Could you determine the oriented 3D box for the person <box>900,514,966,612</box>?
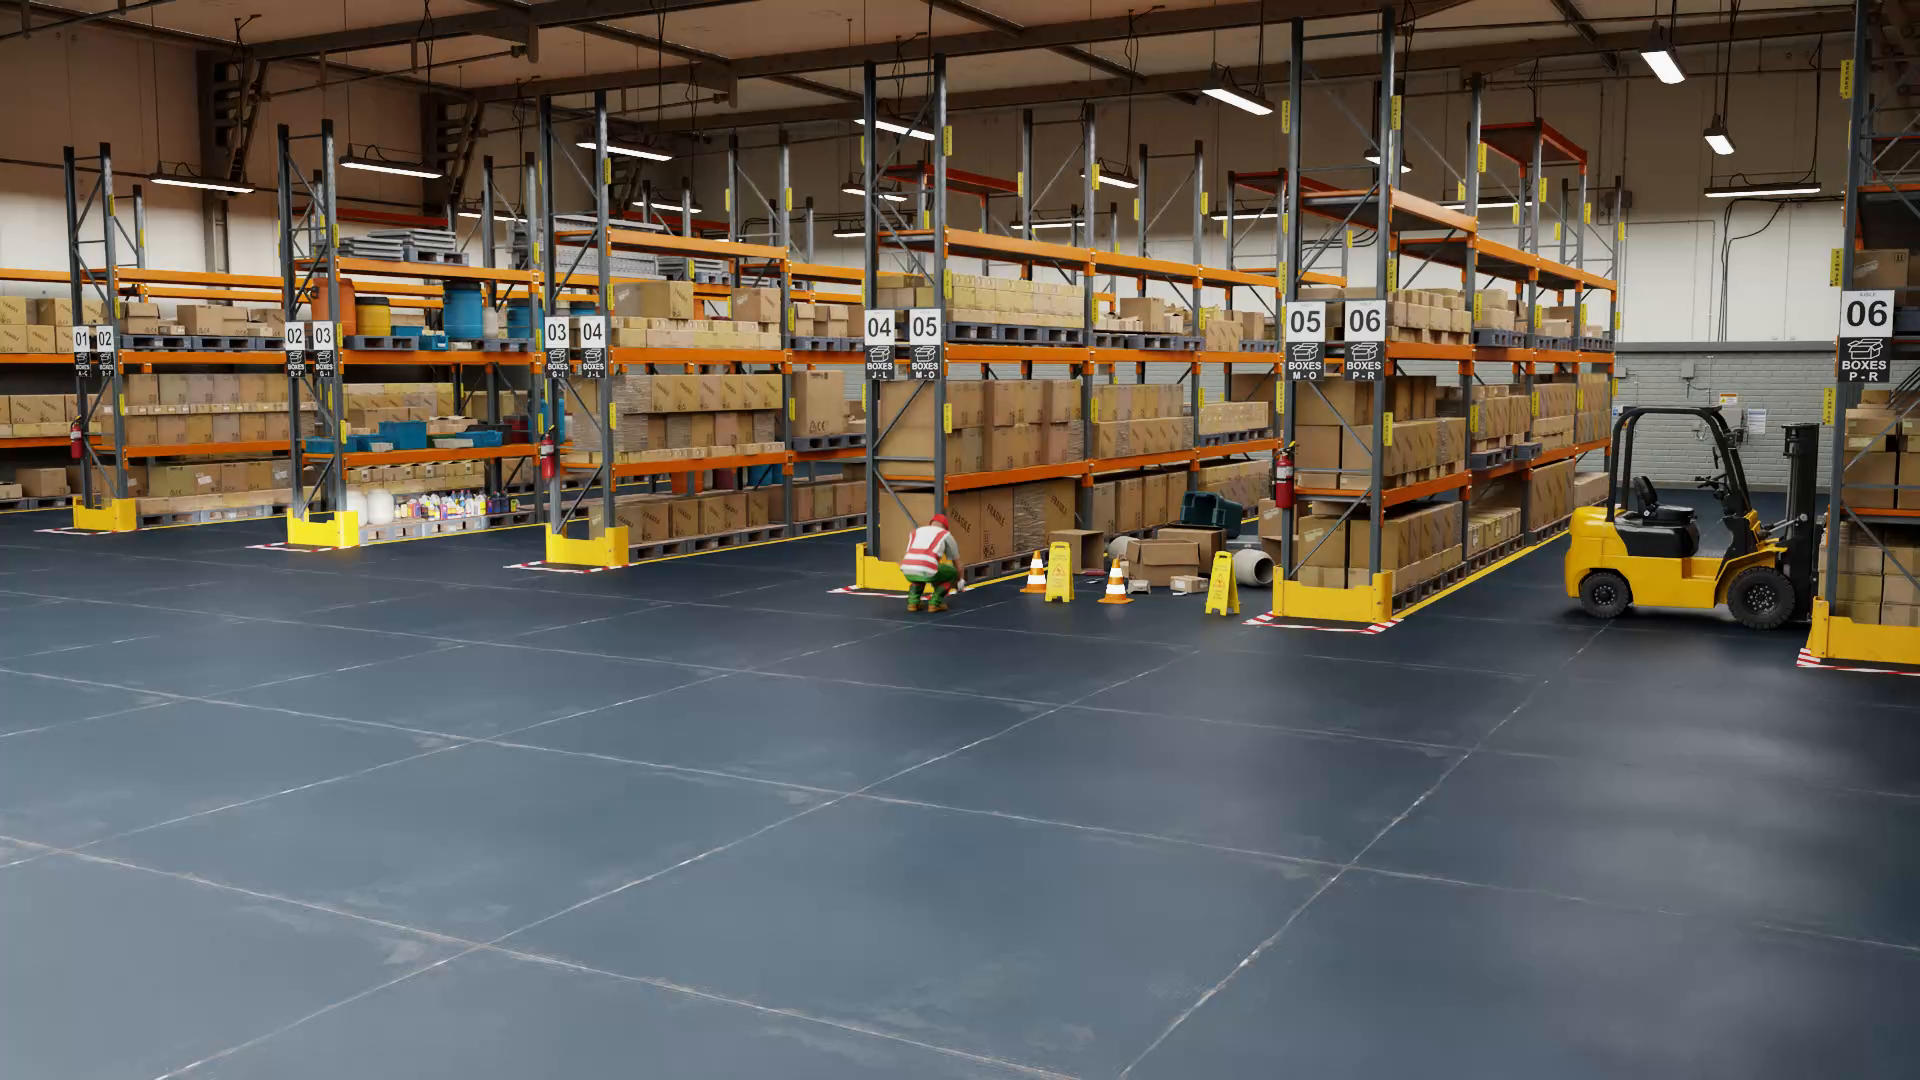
[{"bbox_3d":[-0.315,0.241,17.559,0.567,0.991,0.884,3,7,29],"label":"person"}]
